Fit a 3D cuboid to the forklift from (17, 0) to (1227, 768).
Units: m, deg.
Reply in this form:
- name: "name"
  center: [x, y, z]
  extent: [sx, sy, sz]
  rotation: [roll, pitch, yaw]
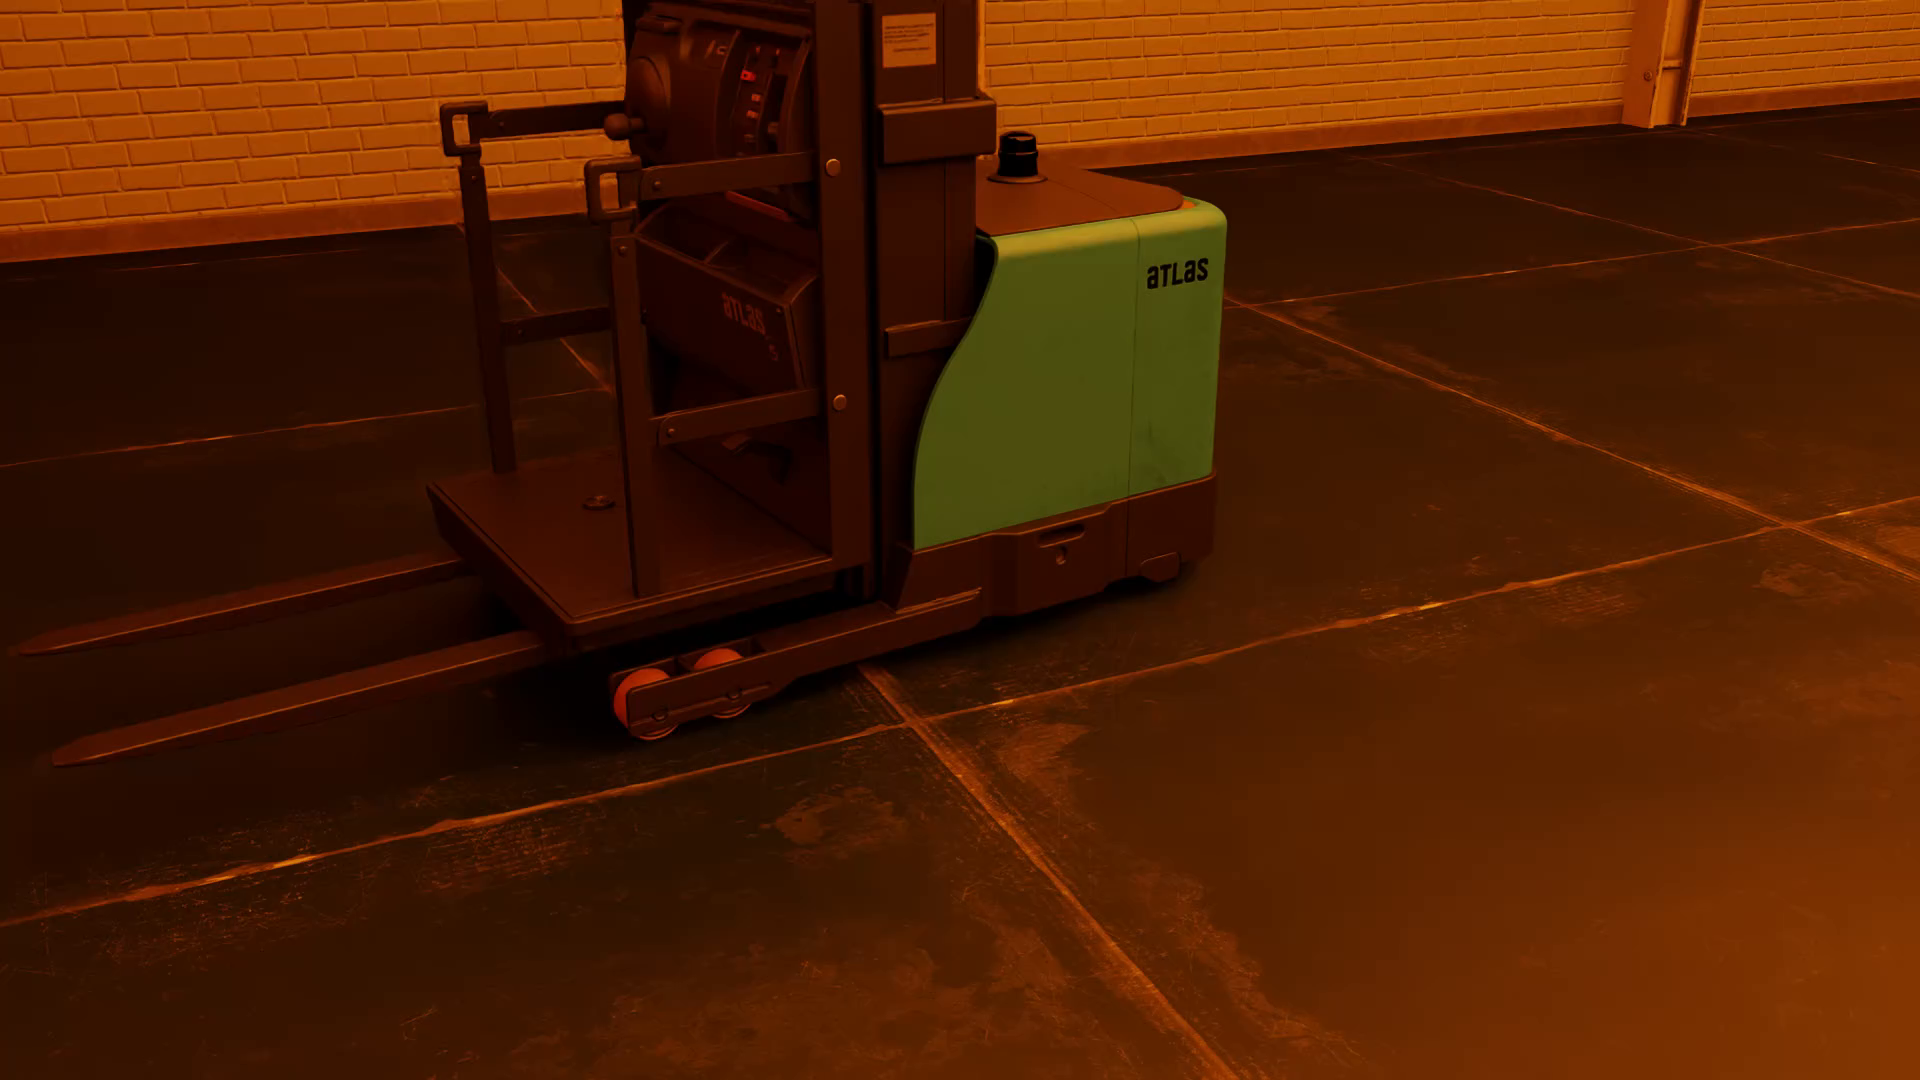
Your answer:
- name: "forklift"
  center: [-0.775, -1.108, 3.954]
  extent: [3.031, 2.935, 1.130]
  rotation: [-14, 26, -30]
